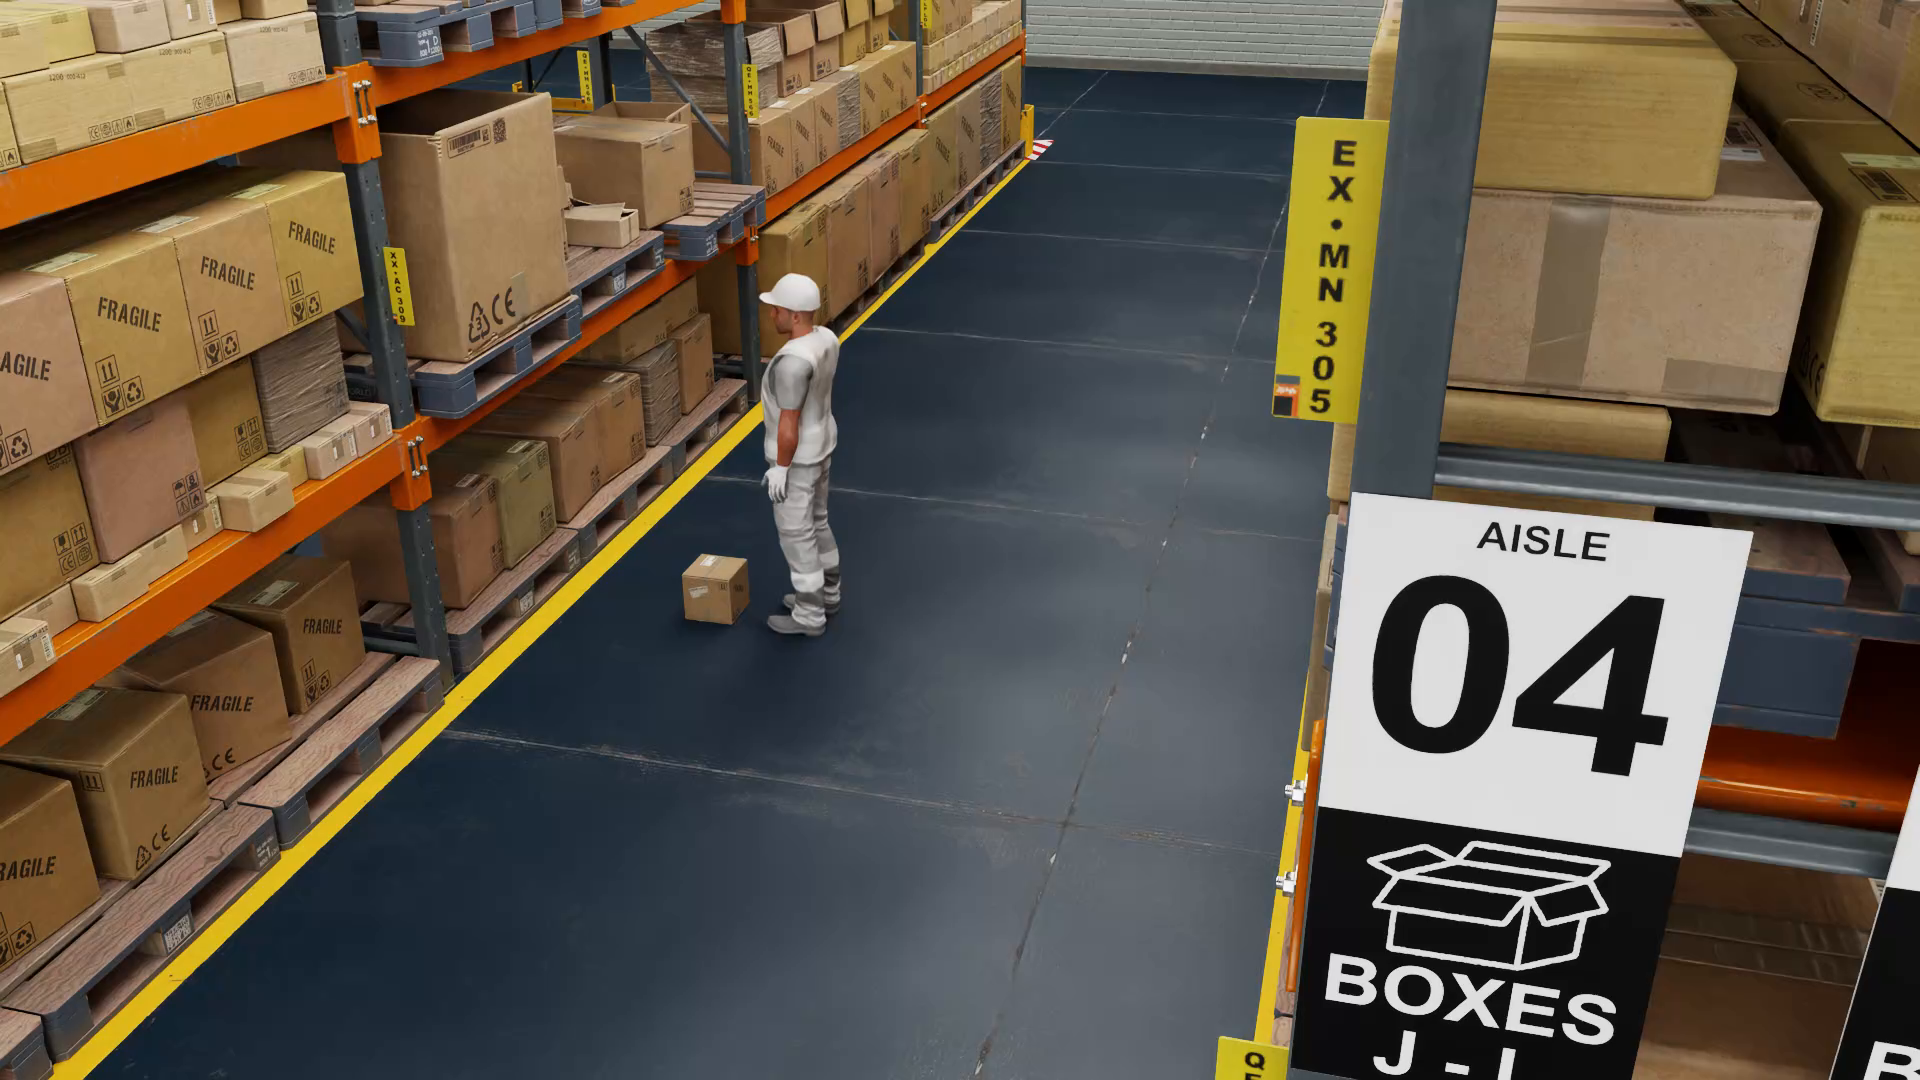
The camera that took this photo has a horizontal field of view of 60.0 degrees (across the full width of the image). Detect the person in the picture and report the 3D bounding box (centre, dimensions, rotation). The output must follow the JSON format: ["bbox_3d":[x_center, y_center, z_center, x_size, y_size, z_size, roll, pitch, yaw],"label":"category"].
[{"bbox_3d":[-0.770,-0.397,7.926,0.355,1.789,0.523,7,26,14],"label":"person"}]
